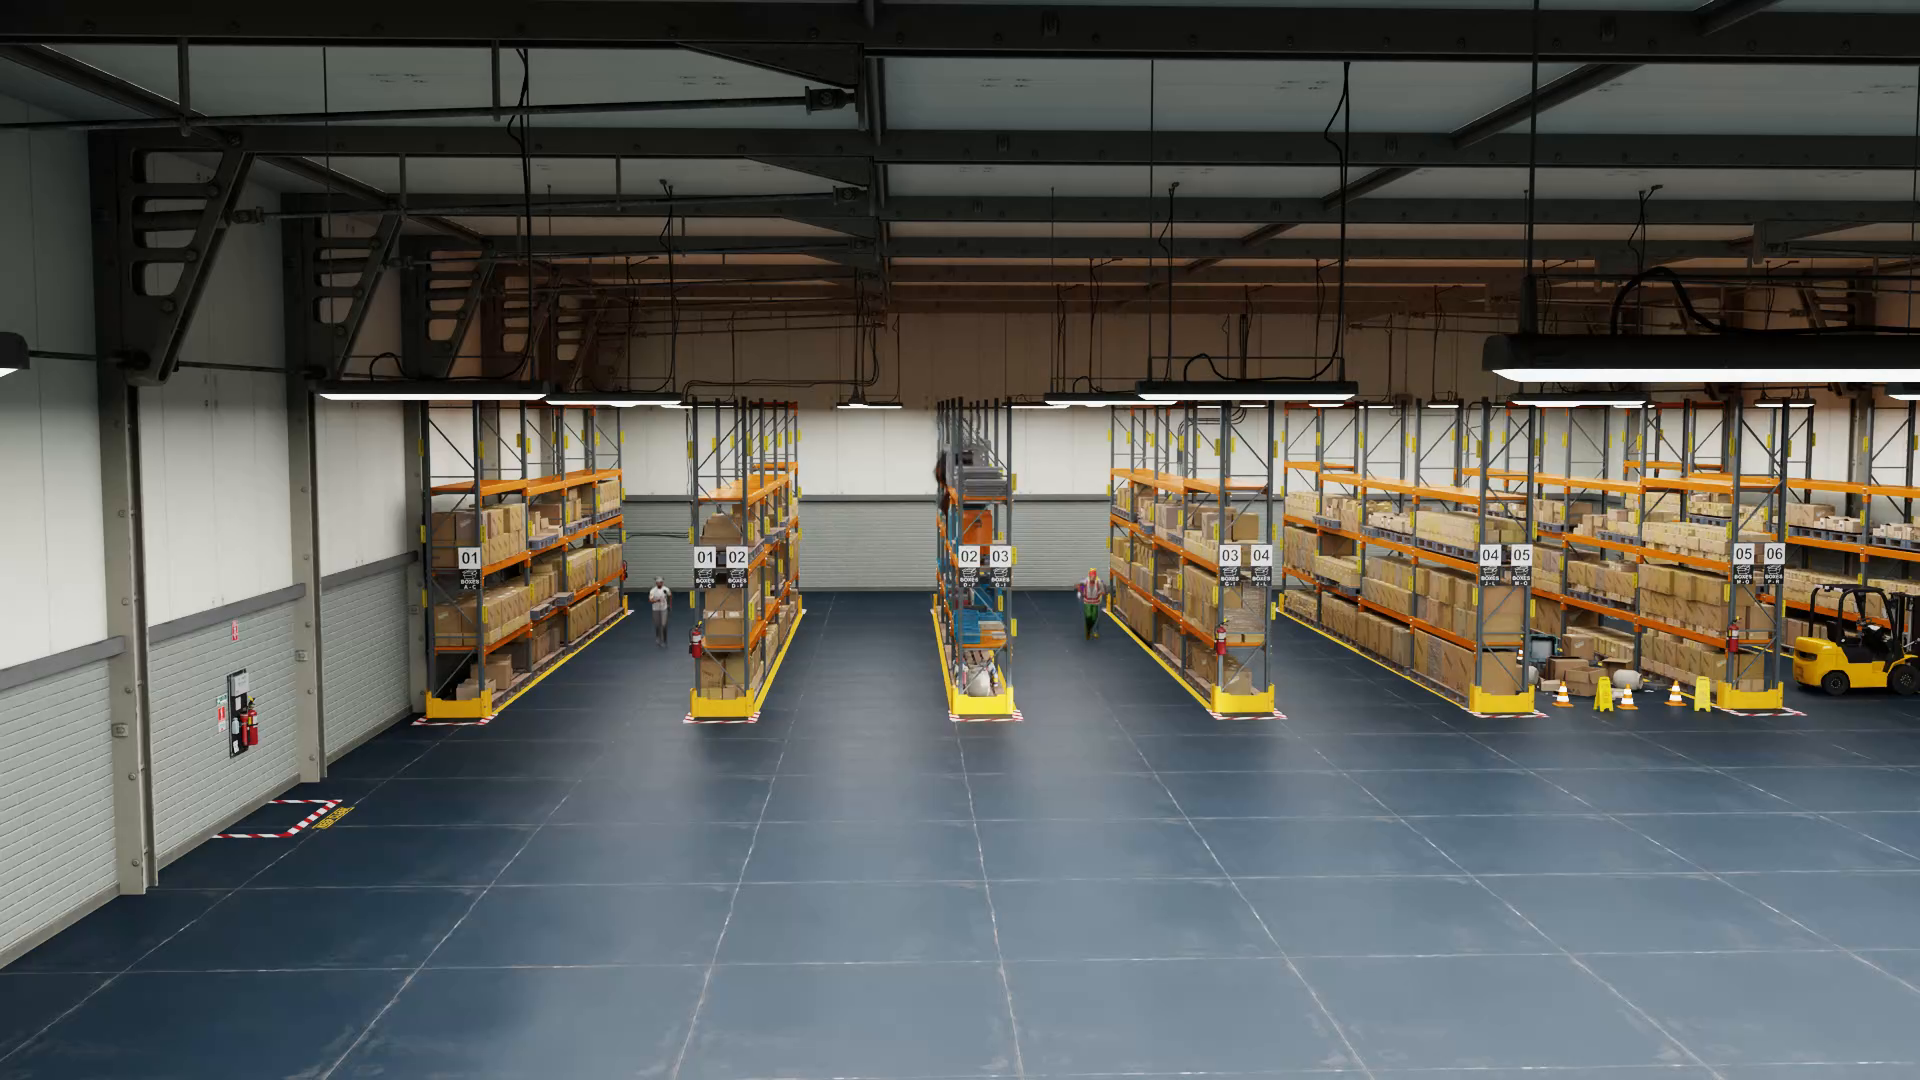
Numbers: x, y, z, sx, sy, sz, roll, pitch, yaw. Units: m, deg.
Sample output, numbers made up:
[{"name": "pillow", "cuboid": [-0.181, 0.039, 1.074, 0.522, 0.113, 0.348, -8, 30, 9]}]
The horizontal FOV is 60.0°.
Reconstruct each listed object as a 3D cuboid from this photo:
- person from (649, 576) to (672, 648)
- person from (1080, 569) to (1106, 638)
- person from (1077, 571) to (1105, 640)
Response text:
[{"name": "person", "cuboid": [-7.294, 1.767, 40.534, 0.538, 1.779, 0.786, -1, 4, -7]}, {"name": "person", "cuboid": [3.388, 1.597, 42.274, 0.714, 1.733, 0.791, 0, 4, -6]}, {"name": "person", "cuboid": [3.203, 1.595, 40.683, 0.643, 1.735, 0.896, 0, 4, -6]}]
